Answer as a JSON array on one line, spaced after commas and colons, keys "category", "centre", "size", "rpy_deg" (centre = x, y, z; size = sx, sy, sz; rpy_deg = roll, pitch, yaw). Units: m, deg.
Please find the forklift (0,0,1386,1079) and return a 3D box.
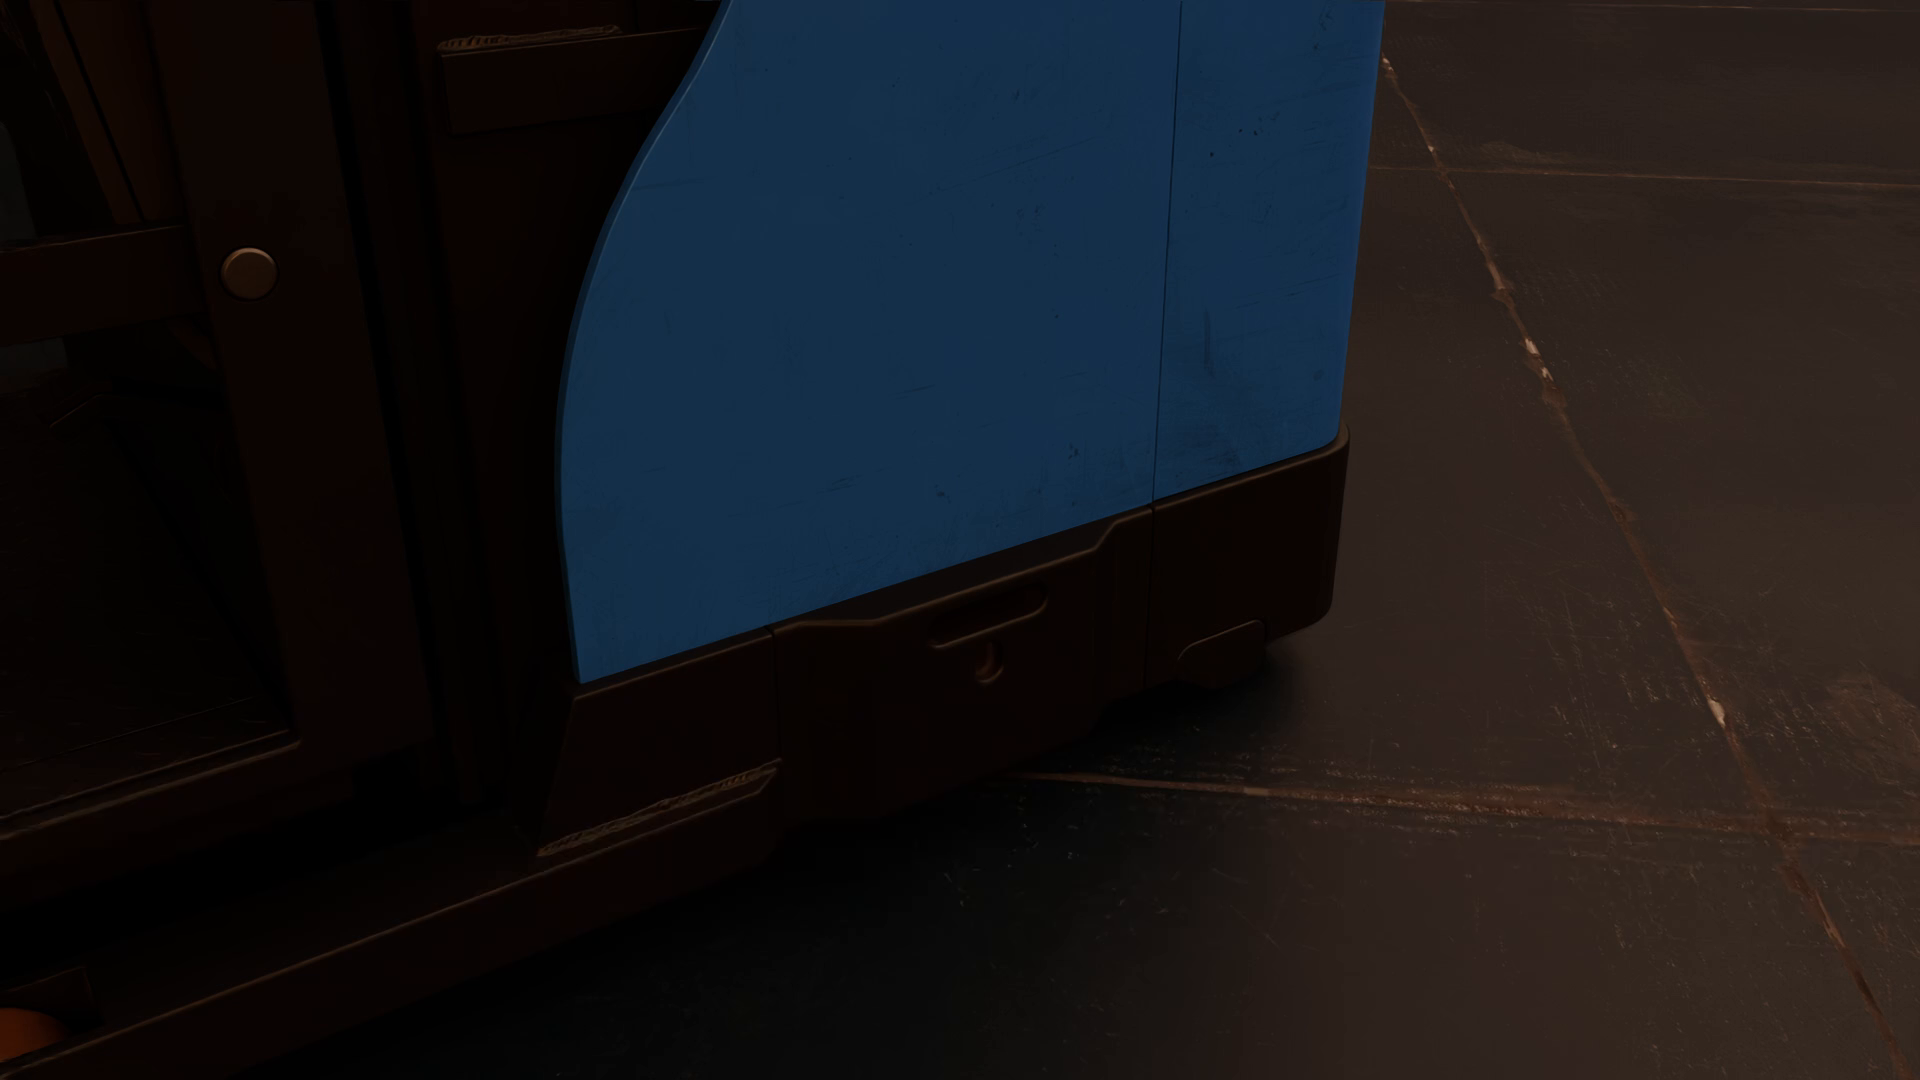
[{"category": "forklift", "centre": [-1.014, -0.971, 1.163], "size": [3.031, 2.935, 1.130], "rpy_deg": [-17, 31, -31]}]
